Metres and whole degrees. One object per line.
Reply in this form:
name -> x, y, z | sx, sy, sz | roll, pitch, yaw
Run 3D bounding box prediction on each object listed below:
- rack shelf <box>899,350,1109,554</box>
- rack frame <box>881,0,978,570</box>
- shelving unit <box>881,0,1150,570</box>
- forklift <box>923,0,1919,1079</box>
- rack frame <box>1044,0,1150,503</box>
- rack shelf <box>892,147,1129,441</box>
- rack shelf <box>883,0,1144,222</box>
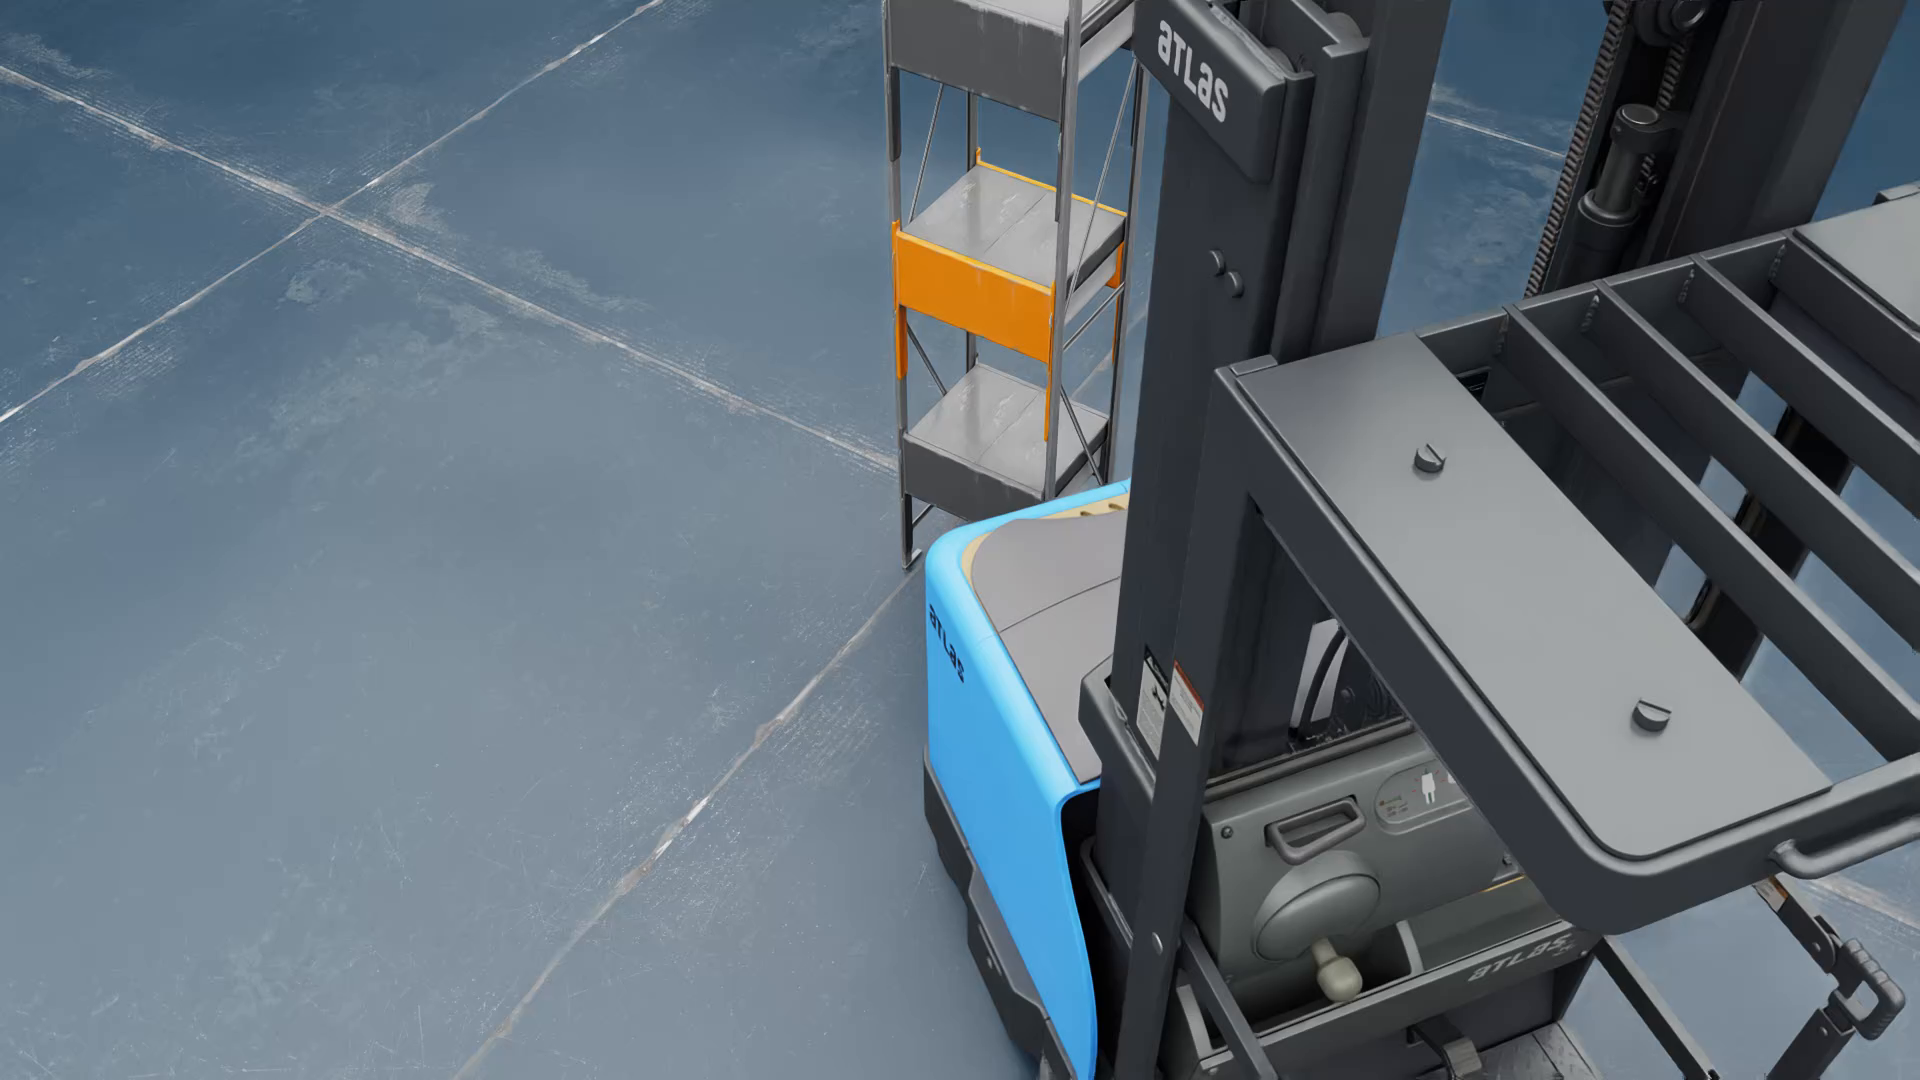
rack shelf -> 0.139, -0.170, 4.946 | 0.480, 0.518, 0.431 | 25, 51, 22
rack frame -> -0.066, -0.762, 4.526 | 0.015, 2.100, 0.400 | 25, 51, 22
shelving unit -> 0.139, -0.668, 4.435 | 0.503, 2.100, 0.431 | 25, 51, 22
forklift -> 0.918, 0.573, 2.649 | 1.130, 2.935, 3.031 | -16, 48, -15
rack frame -> 0.345, -0.573, 4.343 | 0.015, 2.100, 0.400 | 25, 51, 22
rack shelf -> 0.139, -0.658, 4.444 | 0.480, 0.518, 0.431 | 25, 51, 22
rack shelf -> 0.139, -1.146, 3.942 | 0.480, 0.518, 0.431 | 25, 51, 22
